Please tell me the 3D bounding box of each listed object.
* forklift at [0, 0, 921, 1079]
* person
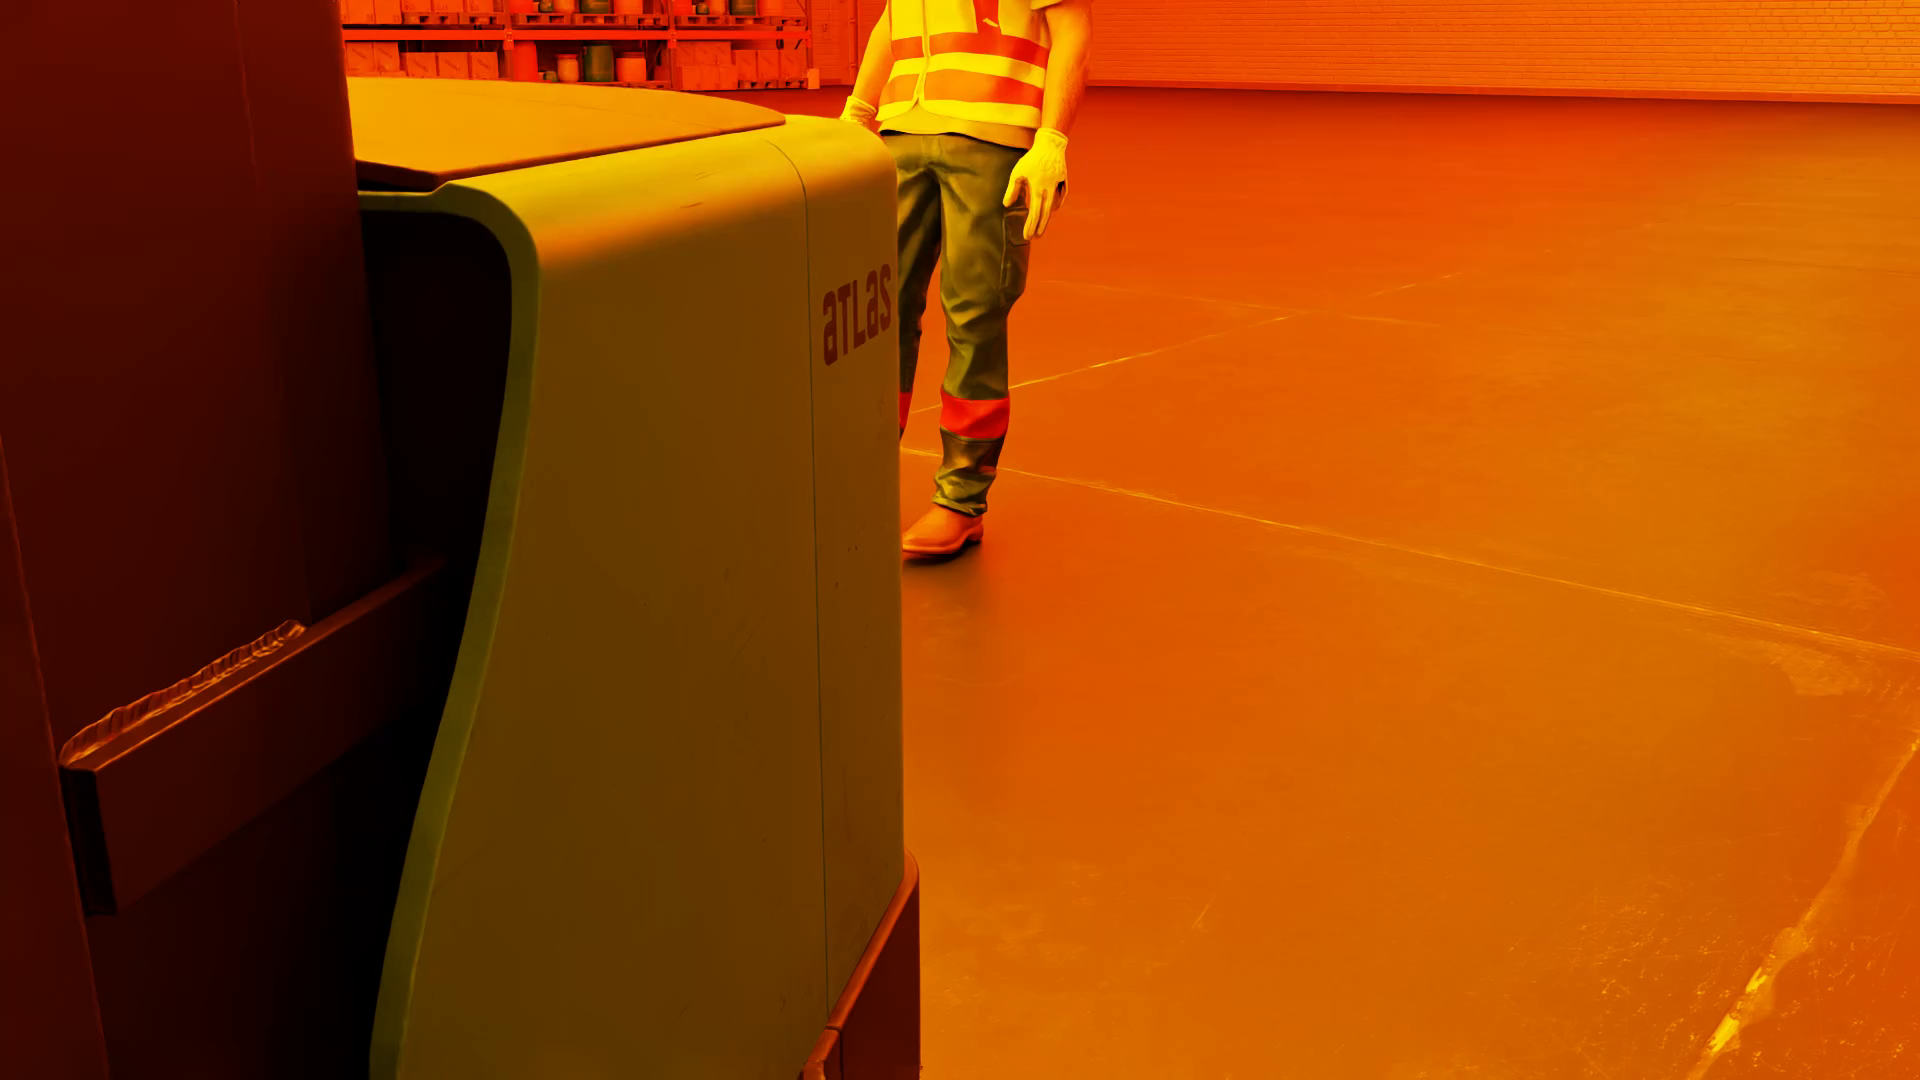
[{"bbox_3d":[-0.866,-0.387,0.171,1.130,2.935,3.031,4,17,12],"label":"forklift"},{"bbox_3d":[-0.060,-0.847,3.628,0.638,1.787,0.564,13,21,37],"label":"person"}]
